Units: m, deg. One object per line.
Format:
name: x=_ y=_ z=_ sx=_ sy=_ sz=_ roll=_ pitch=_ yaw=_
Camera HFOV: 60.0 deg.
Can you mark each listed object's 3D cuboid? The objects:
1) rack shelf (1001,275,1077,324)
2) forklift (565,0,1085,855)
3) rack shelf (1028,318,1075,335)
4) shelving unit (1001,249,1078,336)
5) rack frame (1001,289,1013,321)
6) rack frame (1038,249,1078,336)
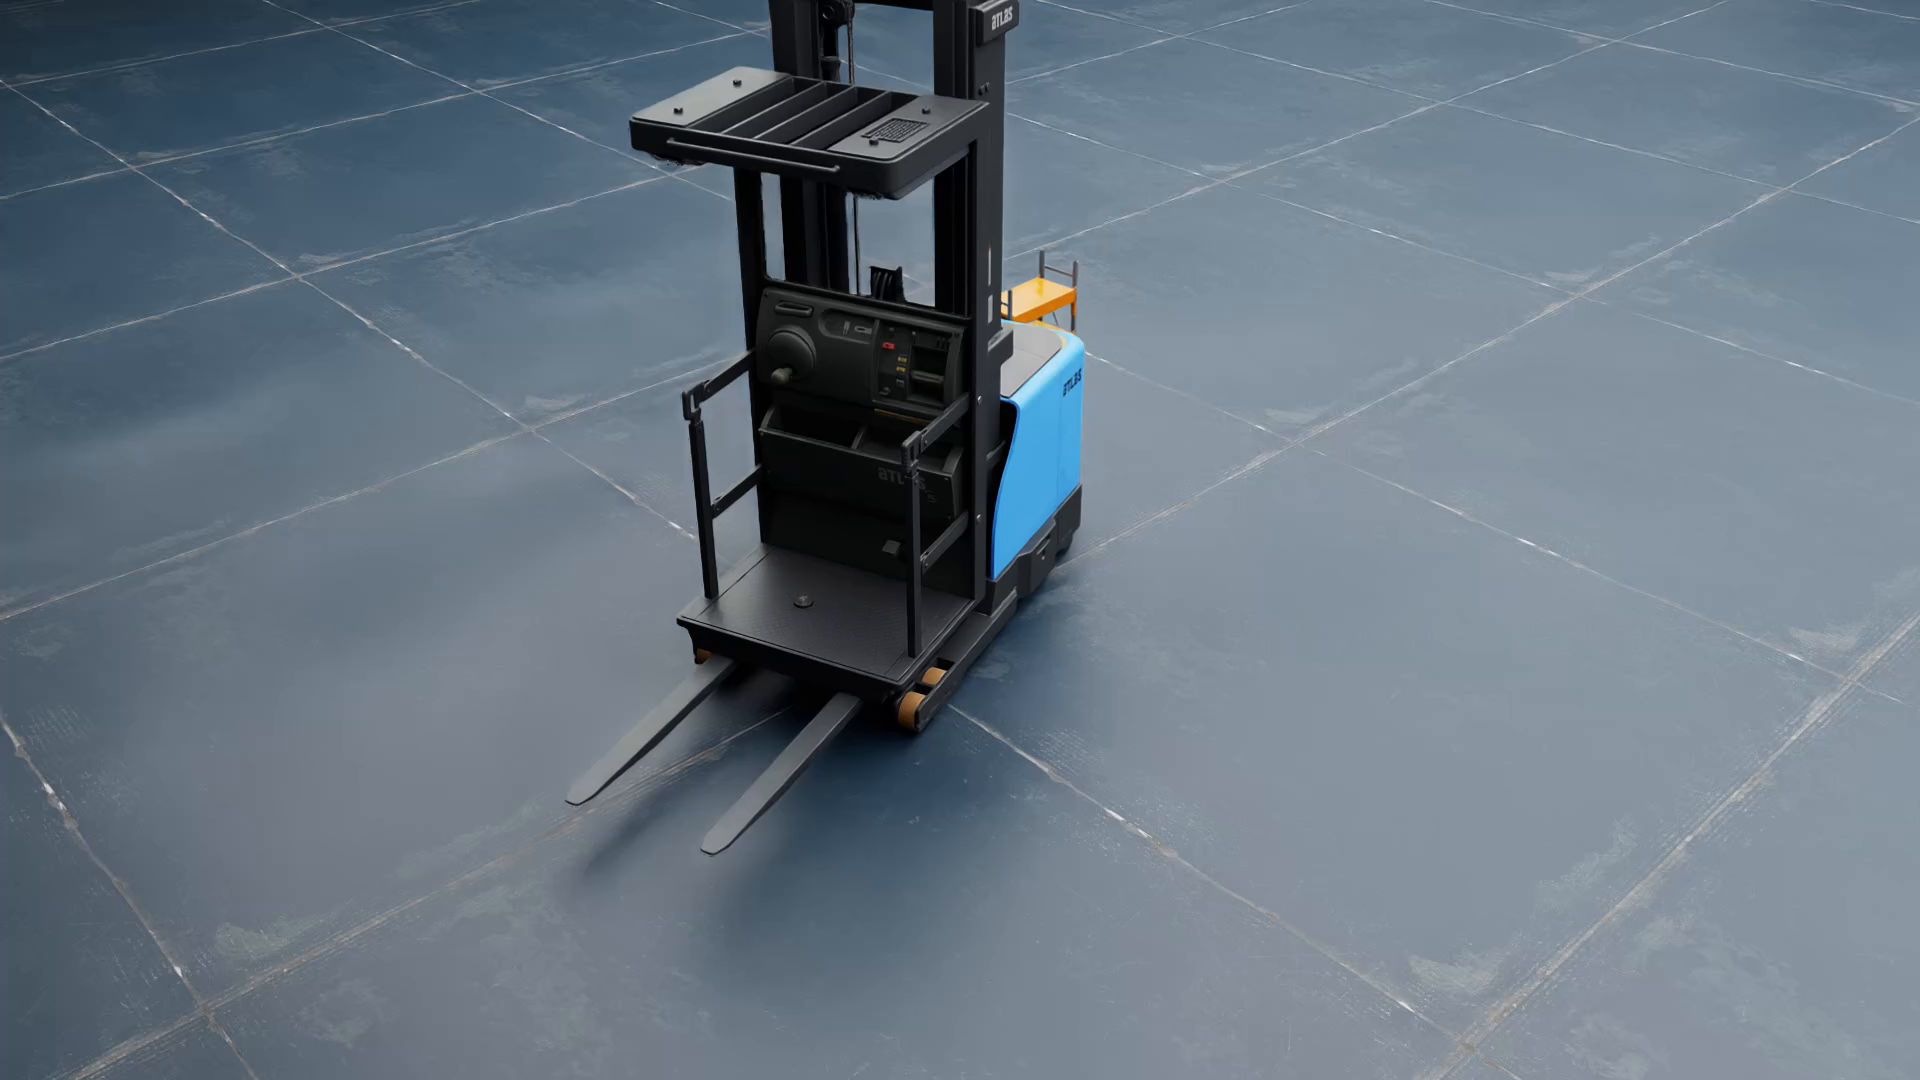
rack shelf: x=0.325 y=-1.143 z=8.217 sx=0.258 sy=0.148 sz=0.480 roll=26 pitch=40 yaw=36
forklift: x=-0.510 y=-0.714 z=6.609 sx=1.130 sy=2.935 sz=3.031 roll=15 pitch=34 yaw=22
rack shelf: x=0.325 y=-0.942 z=8.340 sx=0.258 sy=0.148 sz=0.480 roll=26 pitch=40 yaw=36
shelving unit: x=0.325 y=-0.808 z=8.422 sx=0.258 sy=1.200 sz=0.503 roll=26 pitch=40 yaw=36
rack frame: x=0.158 y=-0.715 z=8.269 sx=0.240 sy=1.200 sz=0.015 roll=26 pitch=40 yaw=36
rack frame: x=0.491 y=-0.901 z=8.574 sx=0.240 sy=1.200 sz=0.015 roll=26 pitch=40 yaw=36
